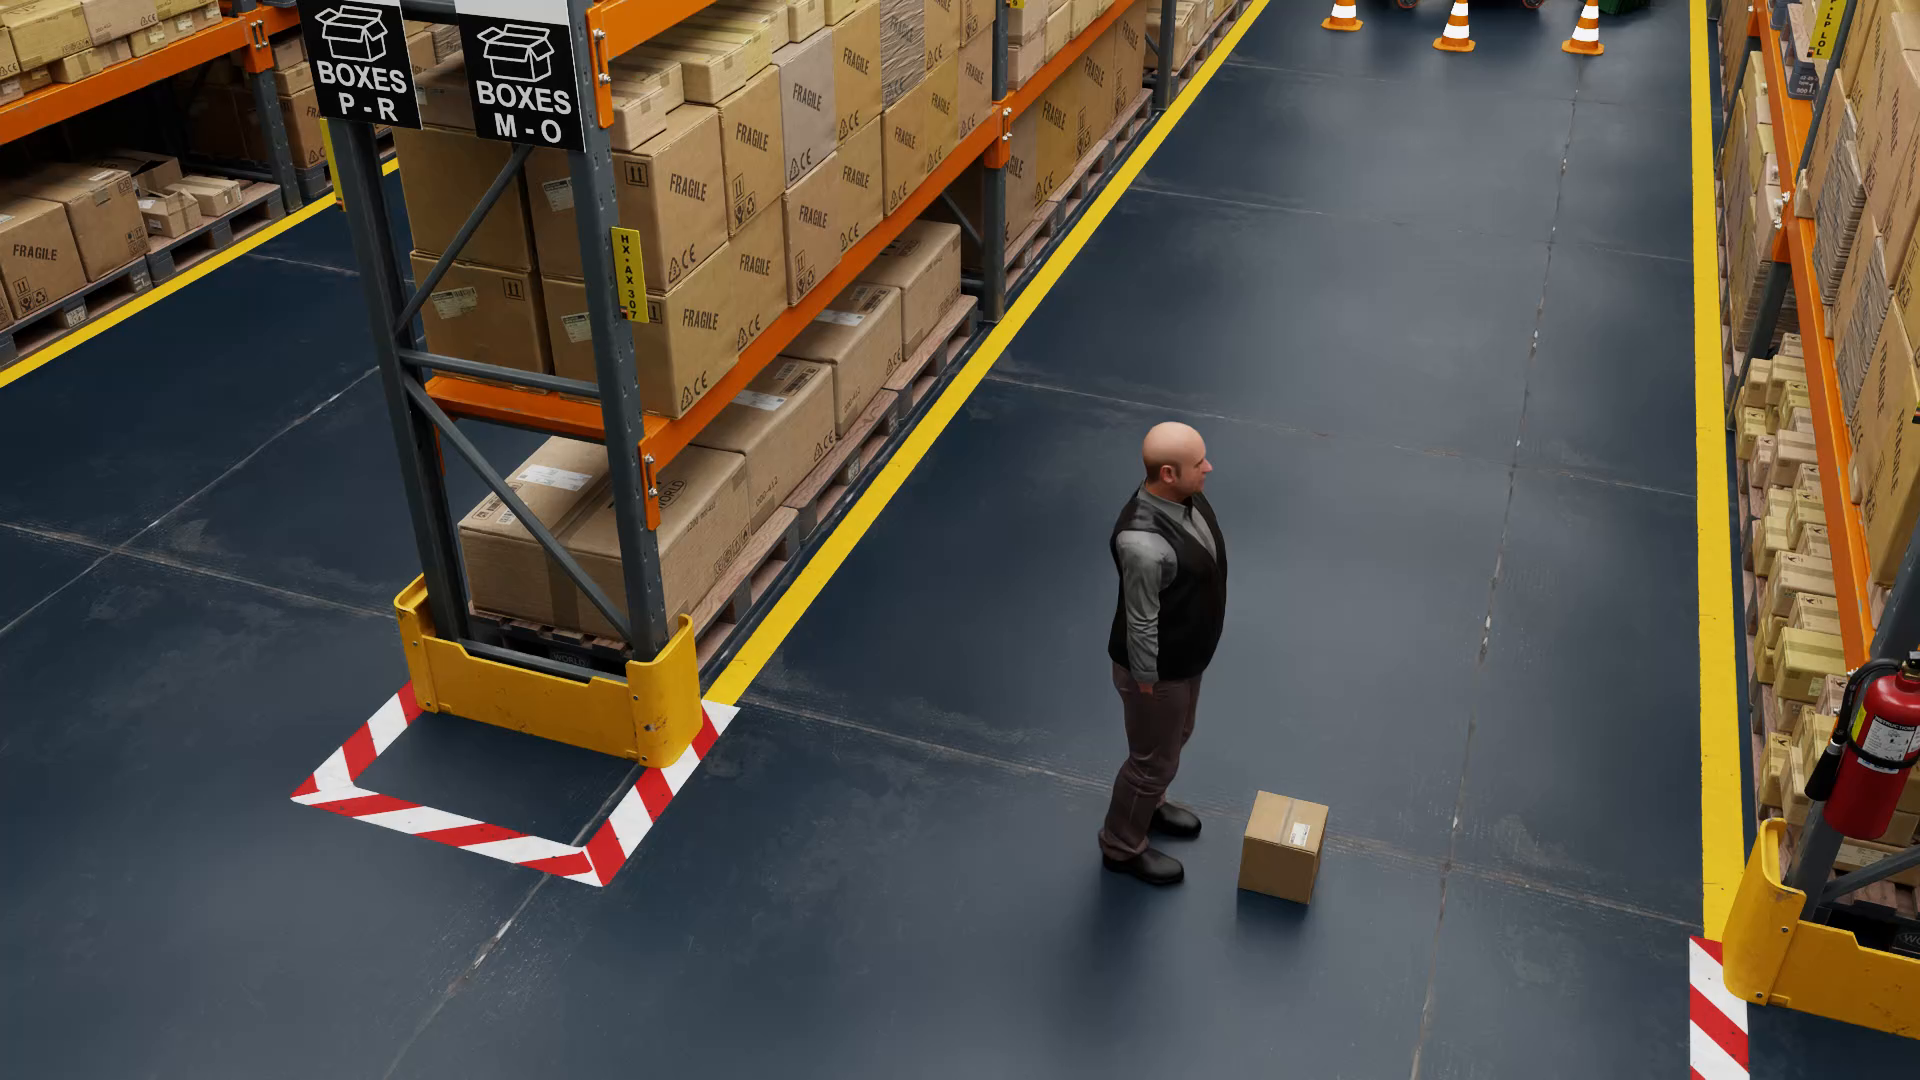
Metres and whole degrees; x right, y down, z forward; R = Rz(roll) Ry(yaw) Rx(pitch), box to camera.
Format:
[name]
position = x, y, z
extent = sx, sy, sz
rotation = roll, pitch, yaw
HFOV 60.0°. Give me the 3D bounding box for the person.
[person]
position = 0.690, 0.372, 5.596
extent = 0.360, 1.717, 0.531
rotation = 12, 35, 18
